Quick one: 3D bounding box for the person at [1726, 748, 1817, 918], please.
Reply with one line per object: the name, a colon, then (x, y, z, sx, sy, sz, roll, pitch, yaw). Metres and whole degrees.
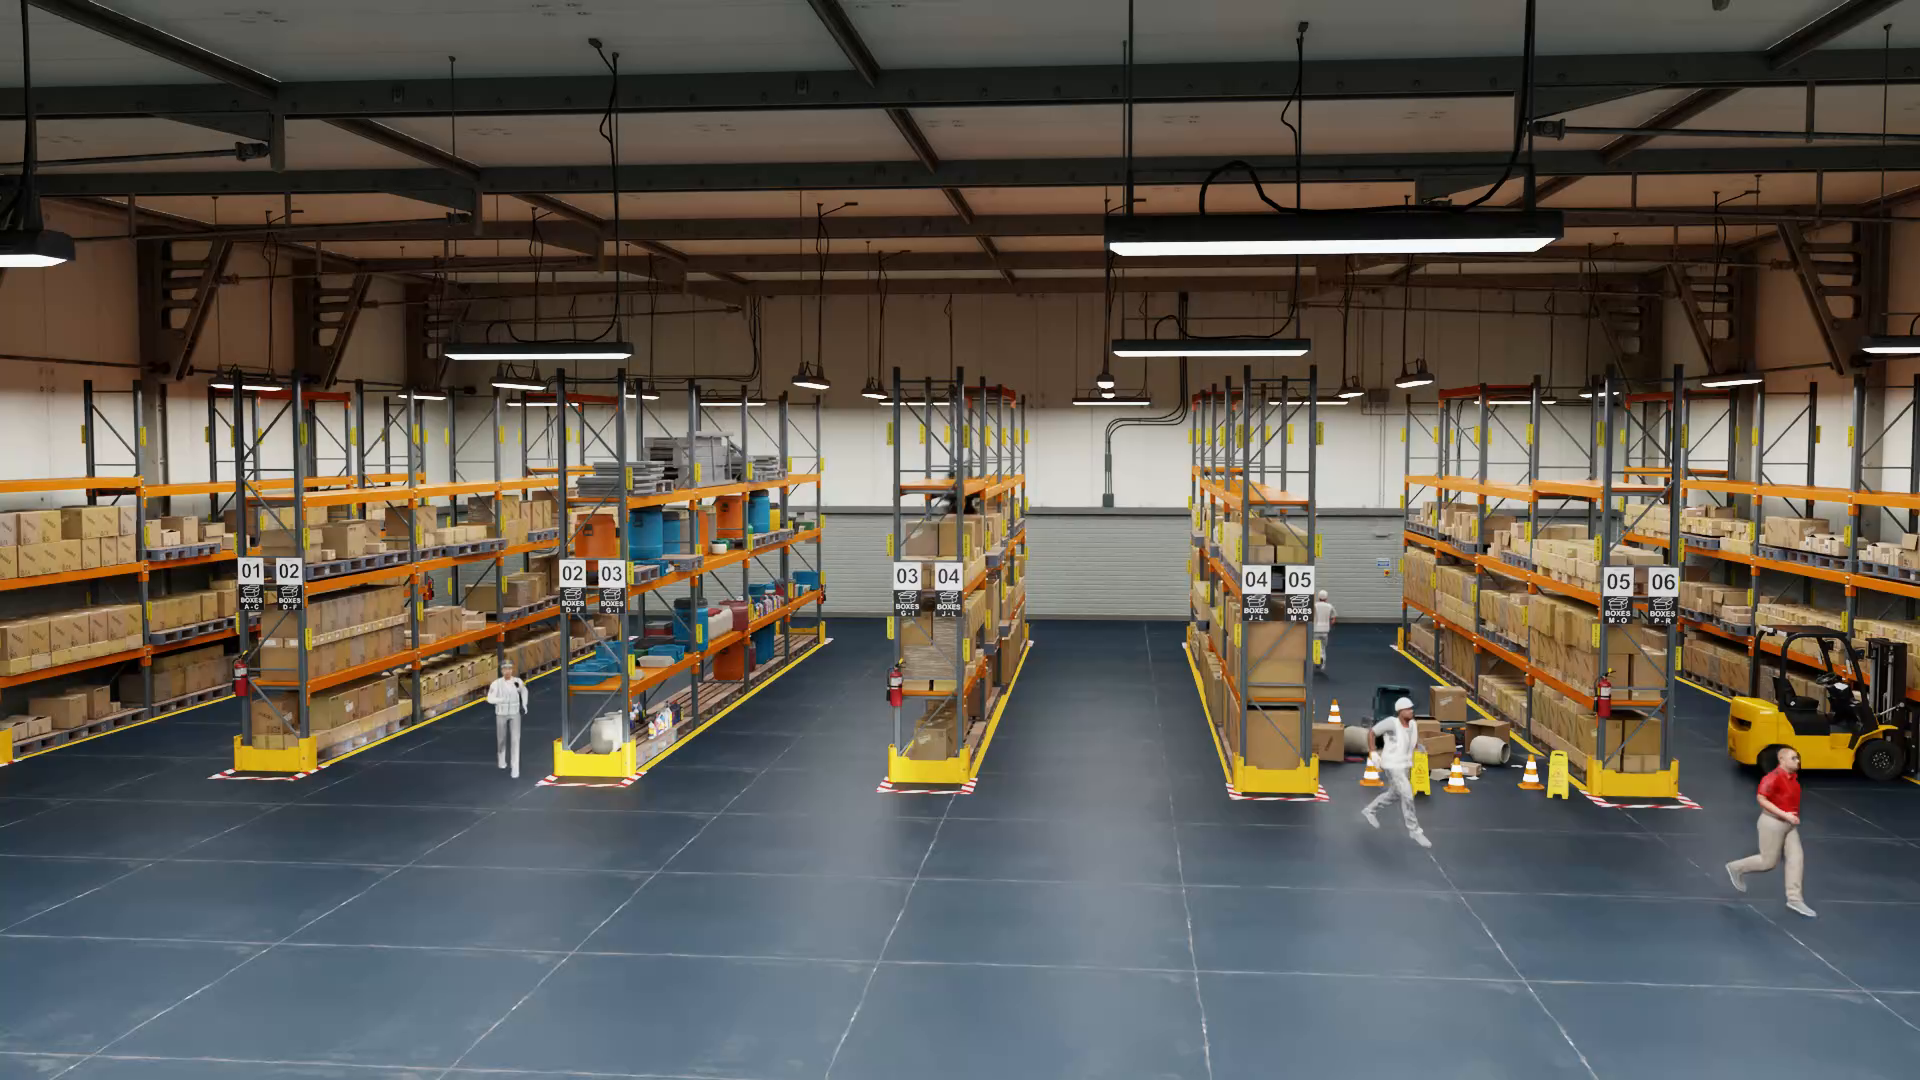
person: (8.675, 3.056, 17.700, 0.686, 1.726, 0.976, -3, 4, -37)

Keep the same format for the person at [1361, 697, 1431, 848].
person: (5.411, 2.830, 20.620, 0.711, 1.798, 1.033, -3, 5, -39)

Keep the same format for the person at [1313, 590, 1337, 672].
person: (7.669, 1.933, 35.408, 0.654, 1.744, 0.532, 0, 4, 1)

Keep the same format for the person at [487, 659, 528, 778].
person: (-6.686, 2.603, 24.624, 0.608, 1.688, 0.913, -1, 4, -20)
